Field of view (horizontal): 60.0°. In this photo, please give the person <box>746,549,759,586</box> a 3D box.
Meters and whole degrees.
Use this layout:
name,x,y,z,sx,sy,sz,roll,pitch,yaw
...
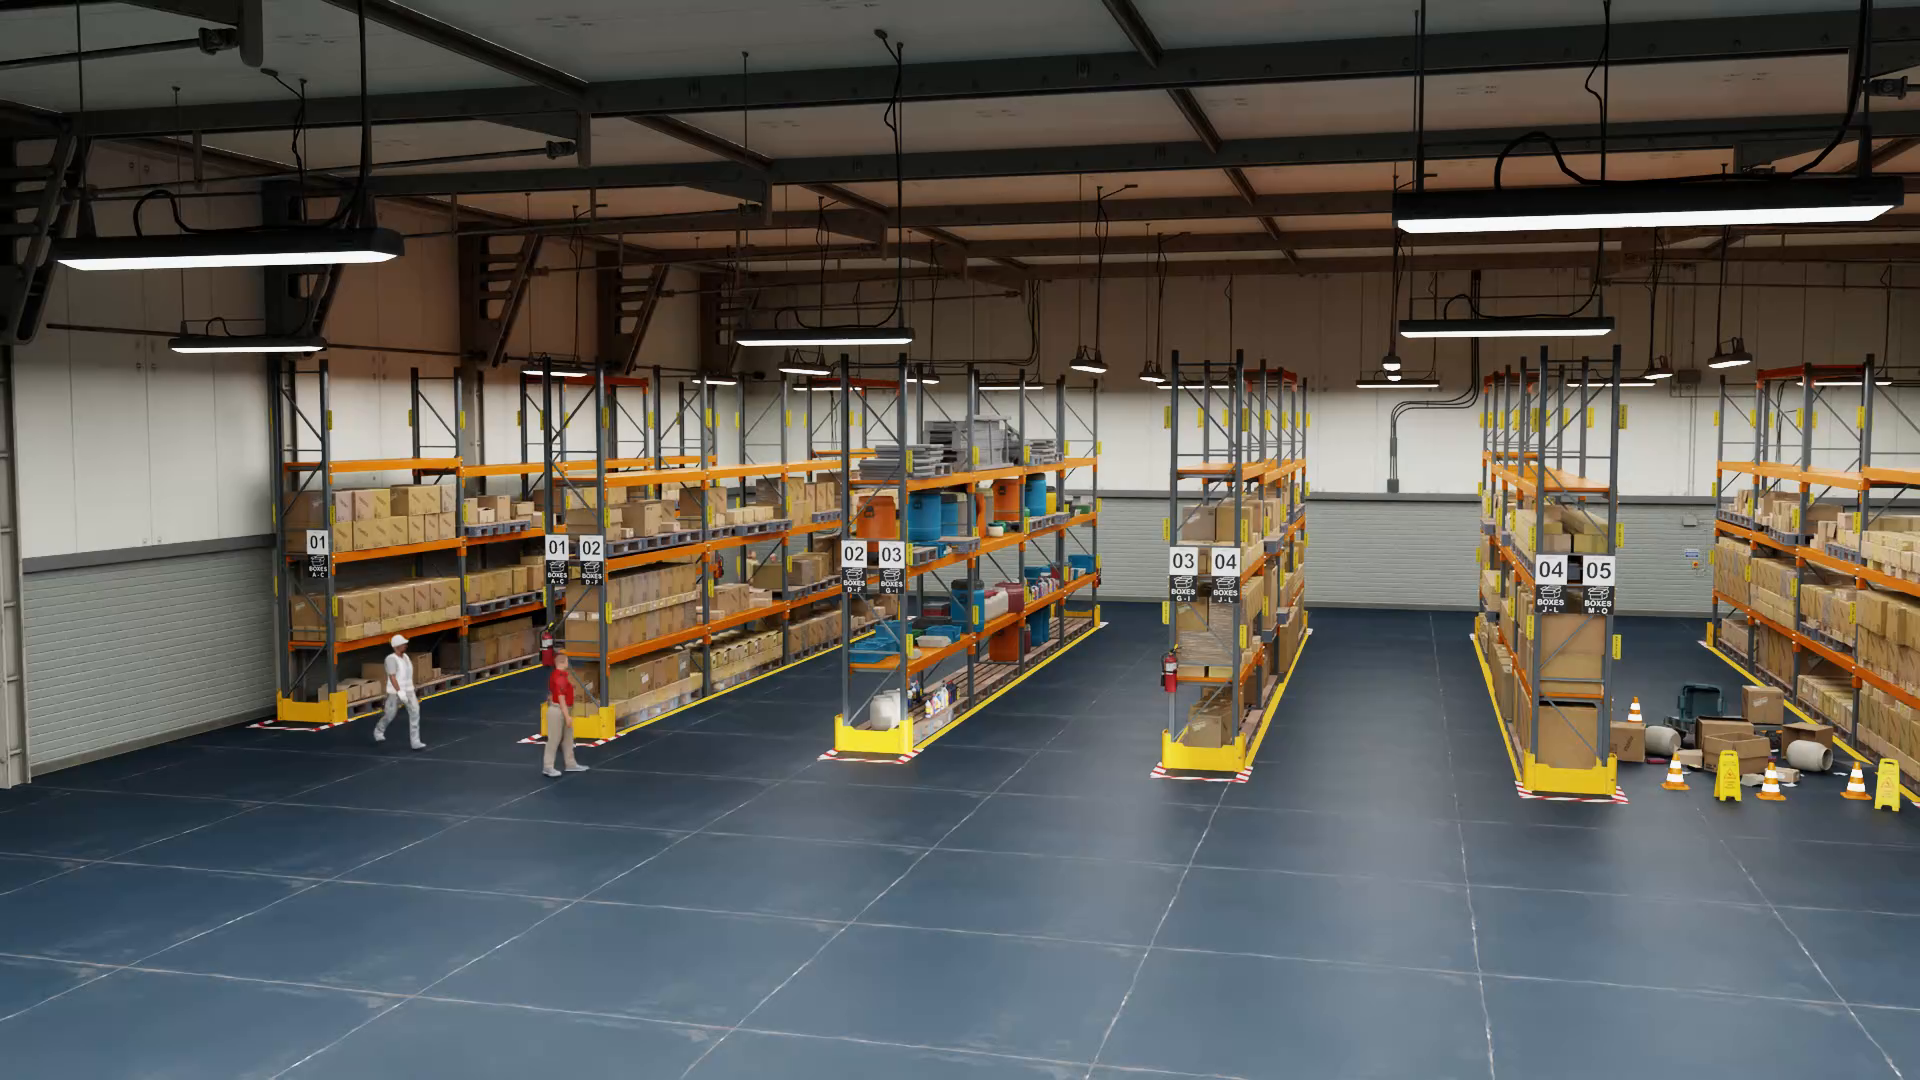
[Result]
name,x,y,z,sx,sy,sz,roll,pitch,yaw
person,-5.420,1.051,43.729,0.988,1.604,0.548,3,5,40

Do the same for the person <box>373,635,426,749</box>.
name,x,y,z,sx,sy,sz,roll,pitch,yaw
person,-8.576,2.313,25.390,1.027,1.740,0.483,4,5,41

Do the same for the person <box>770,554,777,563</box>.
name,x,y,z,sx,sy,sz,roll,pitch,yaw
person,-4.584,1.200,40.922,0.519,1.725,0.552,2,5,31

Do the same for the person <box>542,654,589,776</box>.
name,x,y,z,sx,sy,sz,roll,pitch,yaw
person,-5.595,2.460,23.457,0.612,1.713,0.595,0,4,-4
